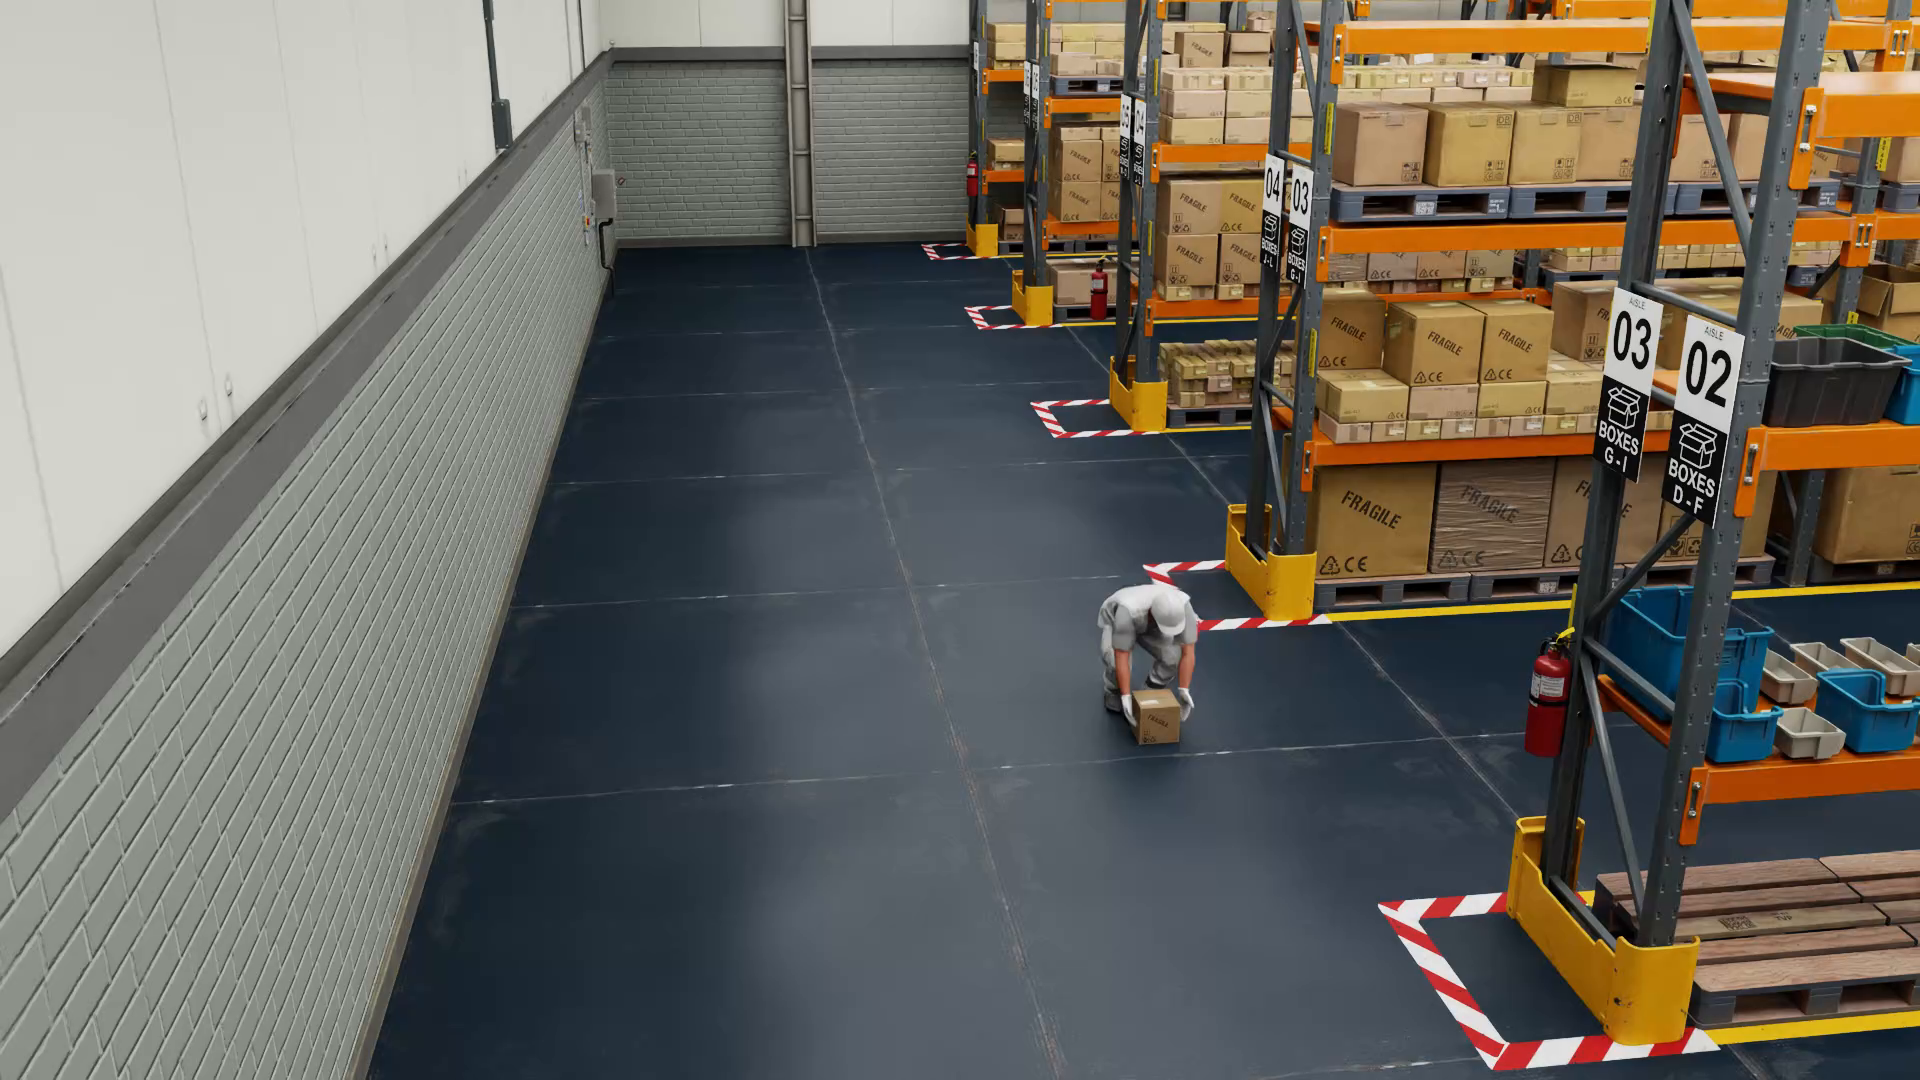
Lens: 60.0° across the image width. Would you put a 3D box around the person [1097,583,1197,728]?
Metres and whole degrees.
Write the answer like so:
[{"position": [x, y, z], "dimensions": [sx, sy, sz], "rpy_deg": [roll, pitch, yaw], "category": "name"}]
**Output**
[{"position": [1.173, 0.648, 10.475], "dimensions": [0.572, 0.955, 0.882], "rpy_deg": [-3, 20, -8], "category": "person"}]
